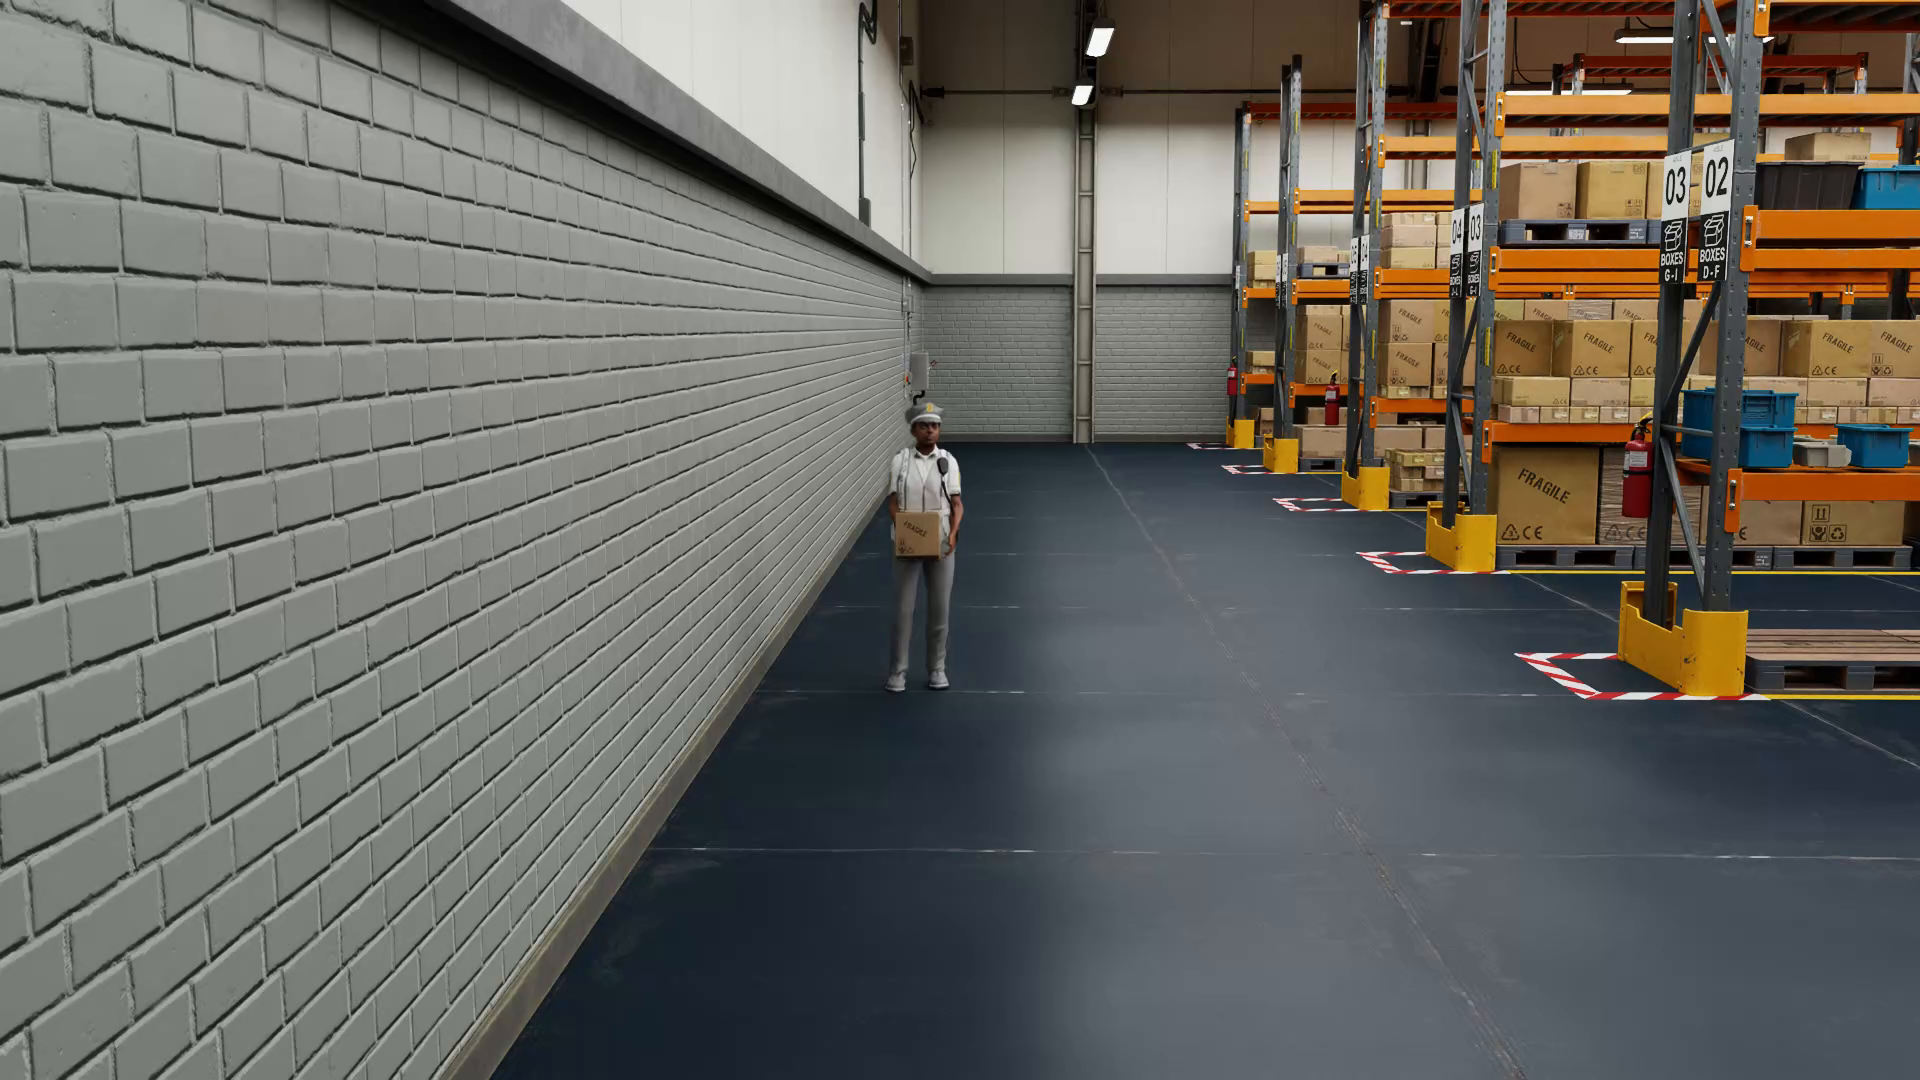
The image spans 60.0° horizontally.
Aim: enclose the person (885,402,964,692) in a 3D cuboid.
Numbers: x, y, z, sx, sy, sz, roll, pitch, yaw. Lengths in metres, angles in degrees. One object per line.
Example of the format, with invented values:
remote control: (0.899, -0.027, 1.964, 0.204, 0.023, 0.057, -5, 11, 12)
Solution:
person: (-0.217, 0.035, 9.895, 0.491, 1.702, 0.519, -1, 7, -9)
